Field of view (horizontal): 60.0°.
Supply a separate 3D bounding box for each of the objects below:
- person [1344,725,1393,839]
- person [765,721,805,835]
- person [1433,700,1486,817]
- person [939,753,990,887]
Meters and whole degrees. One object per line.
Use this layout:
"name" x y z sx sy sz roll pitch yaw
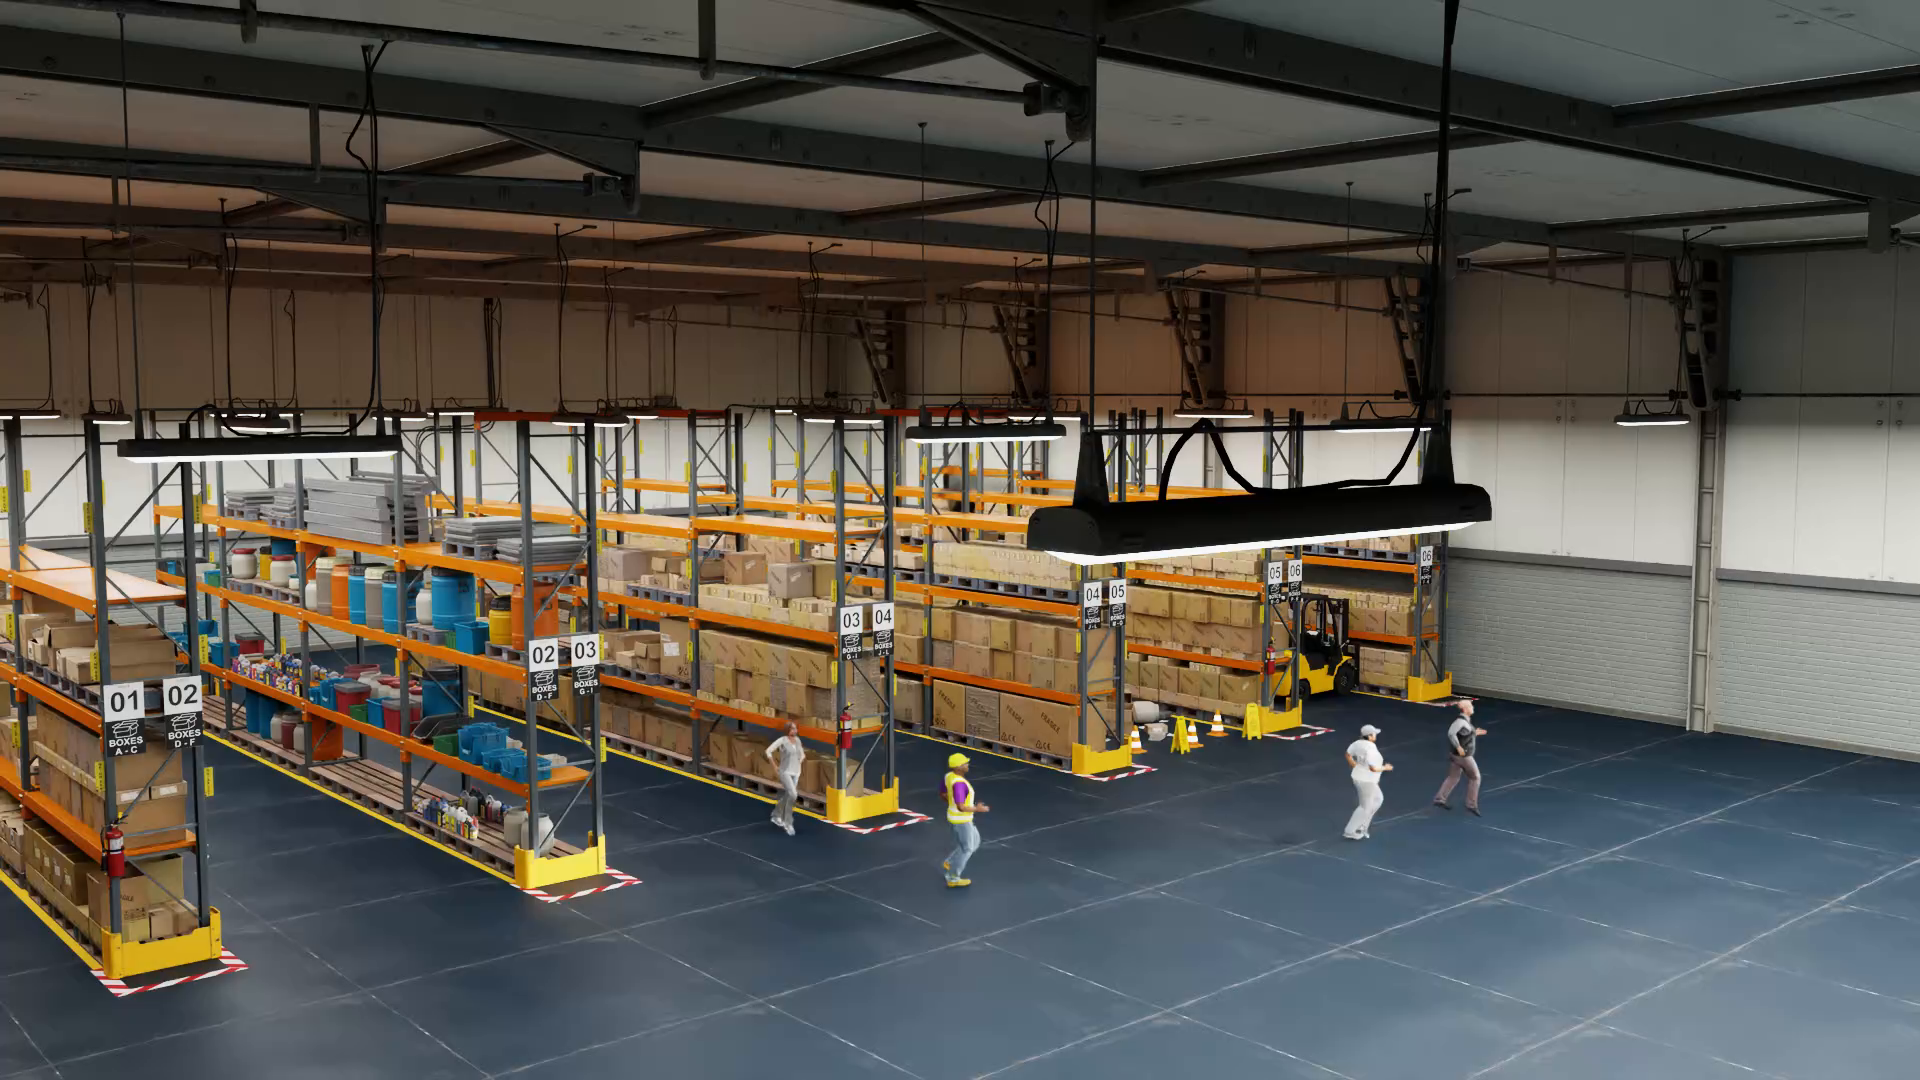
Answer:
"person" 5.781 3.446 23.586 0.685 1.680 0.580 -1 5 -6
"person" -2.498 3.432 24.149 0.634 1.627 0.525 5 7 43
"person" 7.532 3.288 25.043 0.781 1.792 0.628 0 5 1
"person" 0.061 3.583 21.380 0.582 1.721 0.688 -1 5 -10
